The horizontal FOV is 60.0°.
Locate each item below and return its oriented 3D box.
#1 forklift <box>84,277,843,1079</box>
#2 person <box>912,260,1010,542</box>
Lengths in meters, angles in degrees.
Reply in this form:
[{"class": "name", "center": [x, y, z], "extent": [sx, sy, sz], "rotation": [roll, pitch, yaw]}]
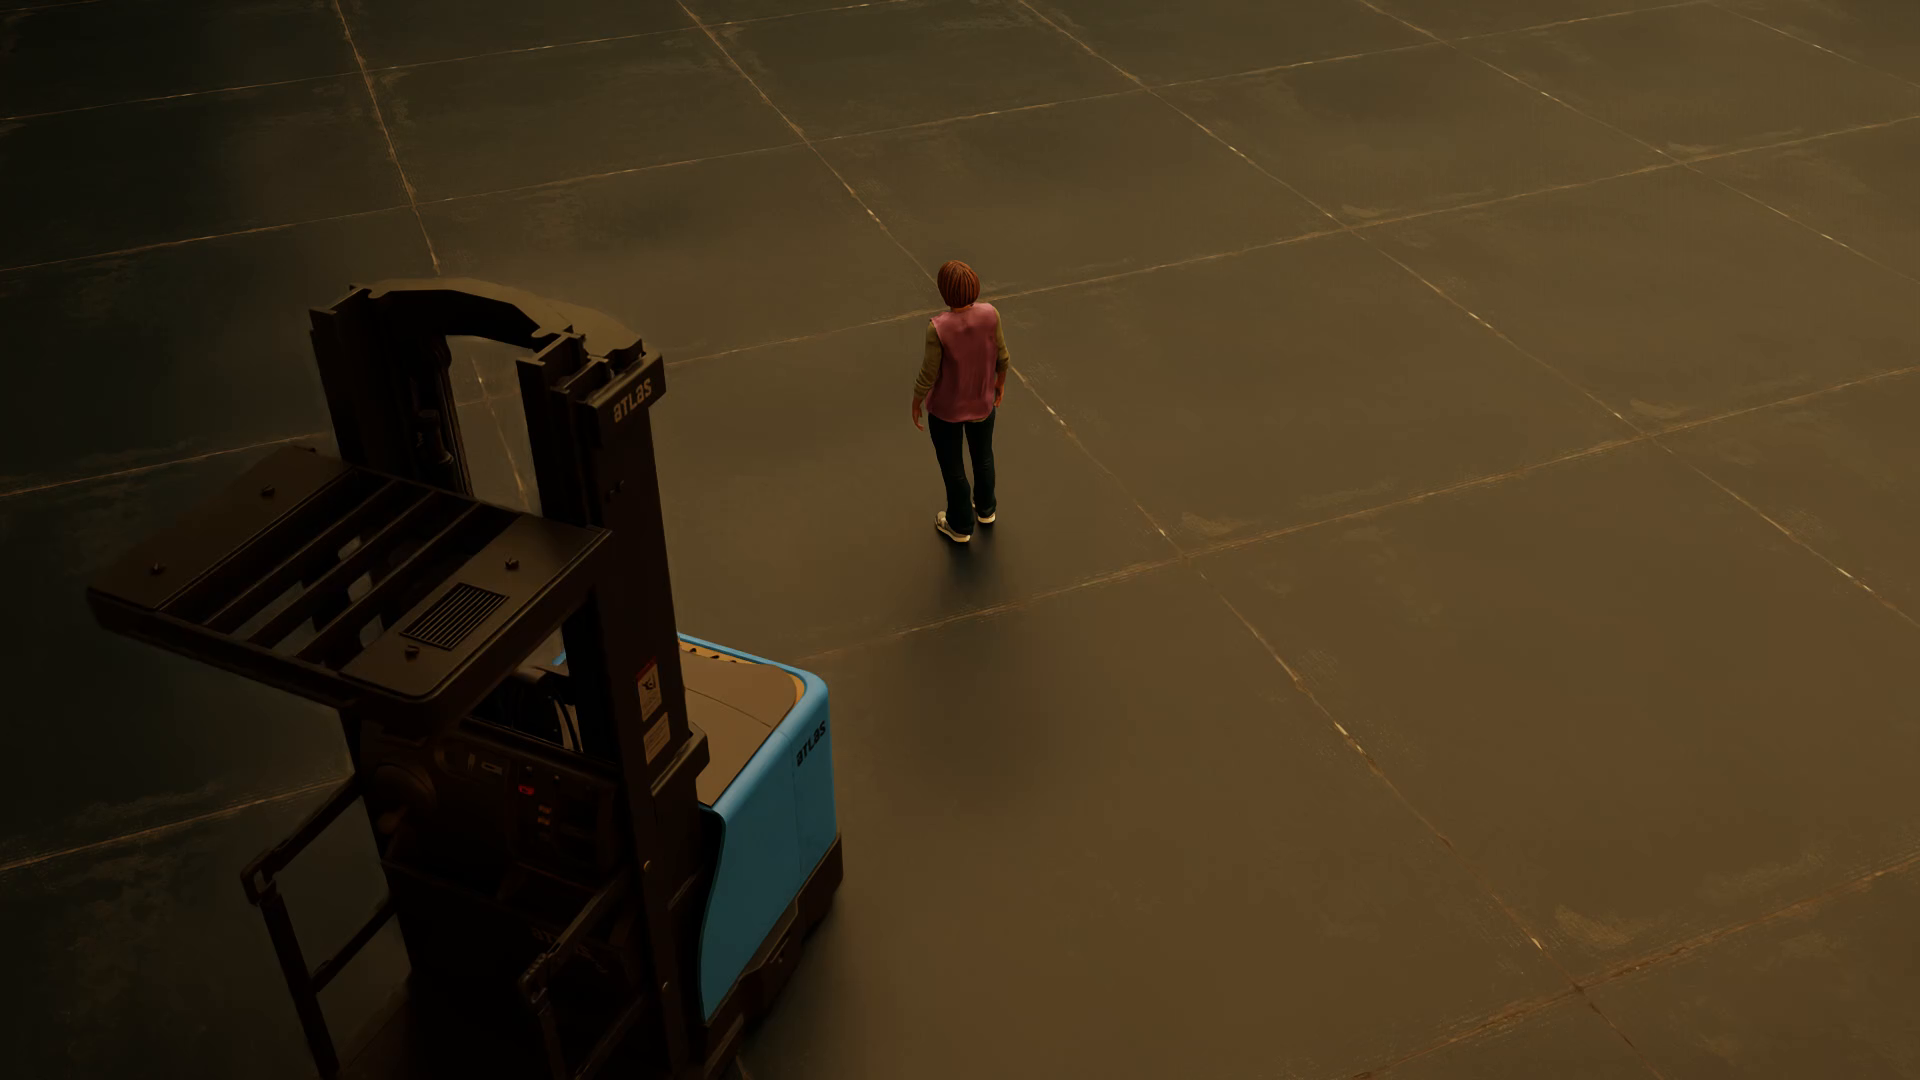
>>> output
[{"class": "forklift", "center": [-1.531, 0.844, 4.911], "extent": [1.130, 2.935, 3.031], "rotation": [15, 38, 20]}, {"class": "person", "center": [-0.016, -0.700, 8.221], "extent": [0.519, 1.598, 0.475], "rotation": [-14, 38, -19]}]
